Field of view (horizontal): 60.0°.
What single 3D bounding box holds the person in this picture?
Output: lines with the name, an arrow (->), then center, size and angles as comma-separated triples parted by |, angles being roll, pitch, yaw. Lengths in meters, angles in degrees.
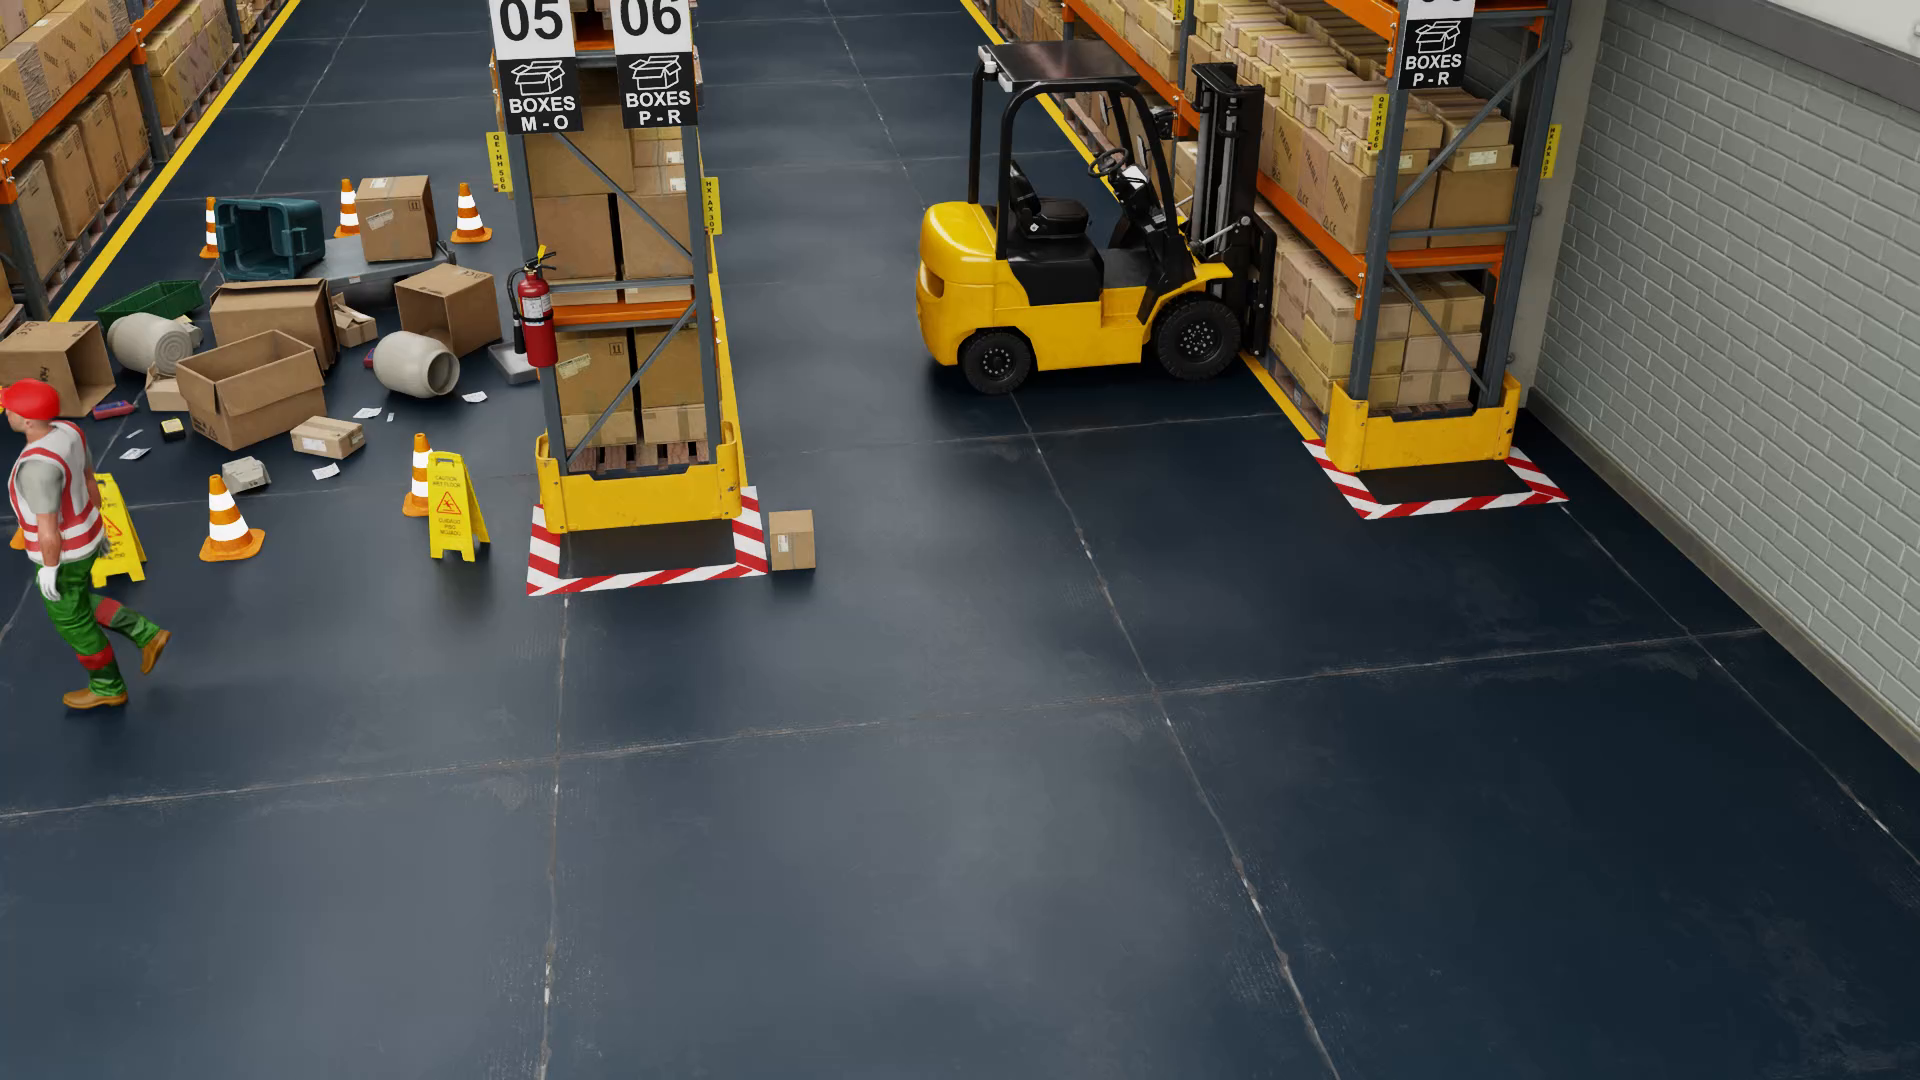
person -> -4.264, 0.029, 8.030 | 0.544, 1.779, 0.529 | -5, 31, -9
